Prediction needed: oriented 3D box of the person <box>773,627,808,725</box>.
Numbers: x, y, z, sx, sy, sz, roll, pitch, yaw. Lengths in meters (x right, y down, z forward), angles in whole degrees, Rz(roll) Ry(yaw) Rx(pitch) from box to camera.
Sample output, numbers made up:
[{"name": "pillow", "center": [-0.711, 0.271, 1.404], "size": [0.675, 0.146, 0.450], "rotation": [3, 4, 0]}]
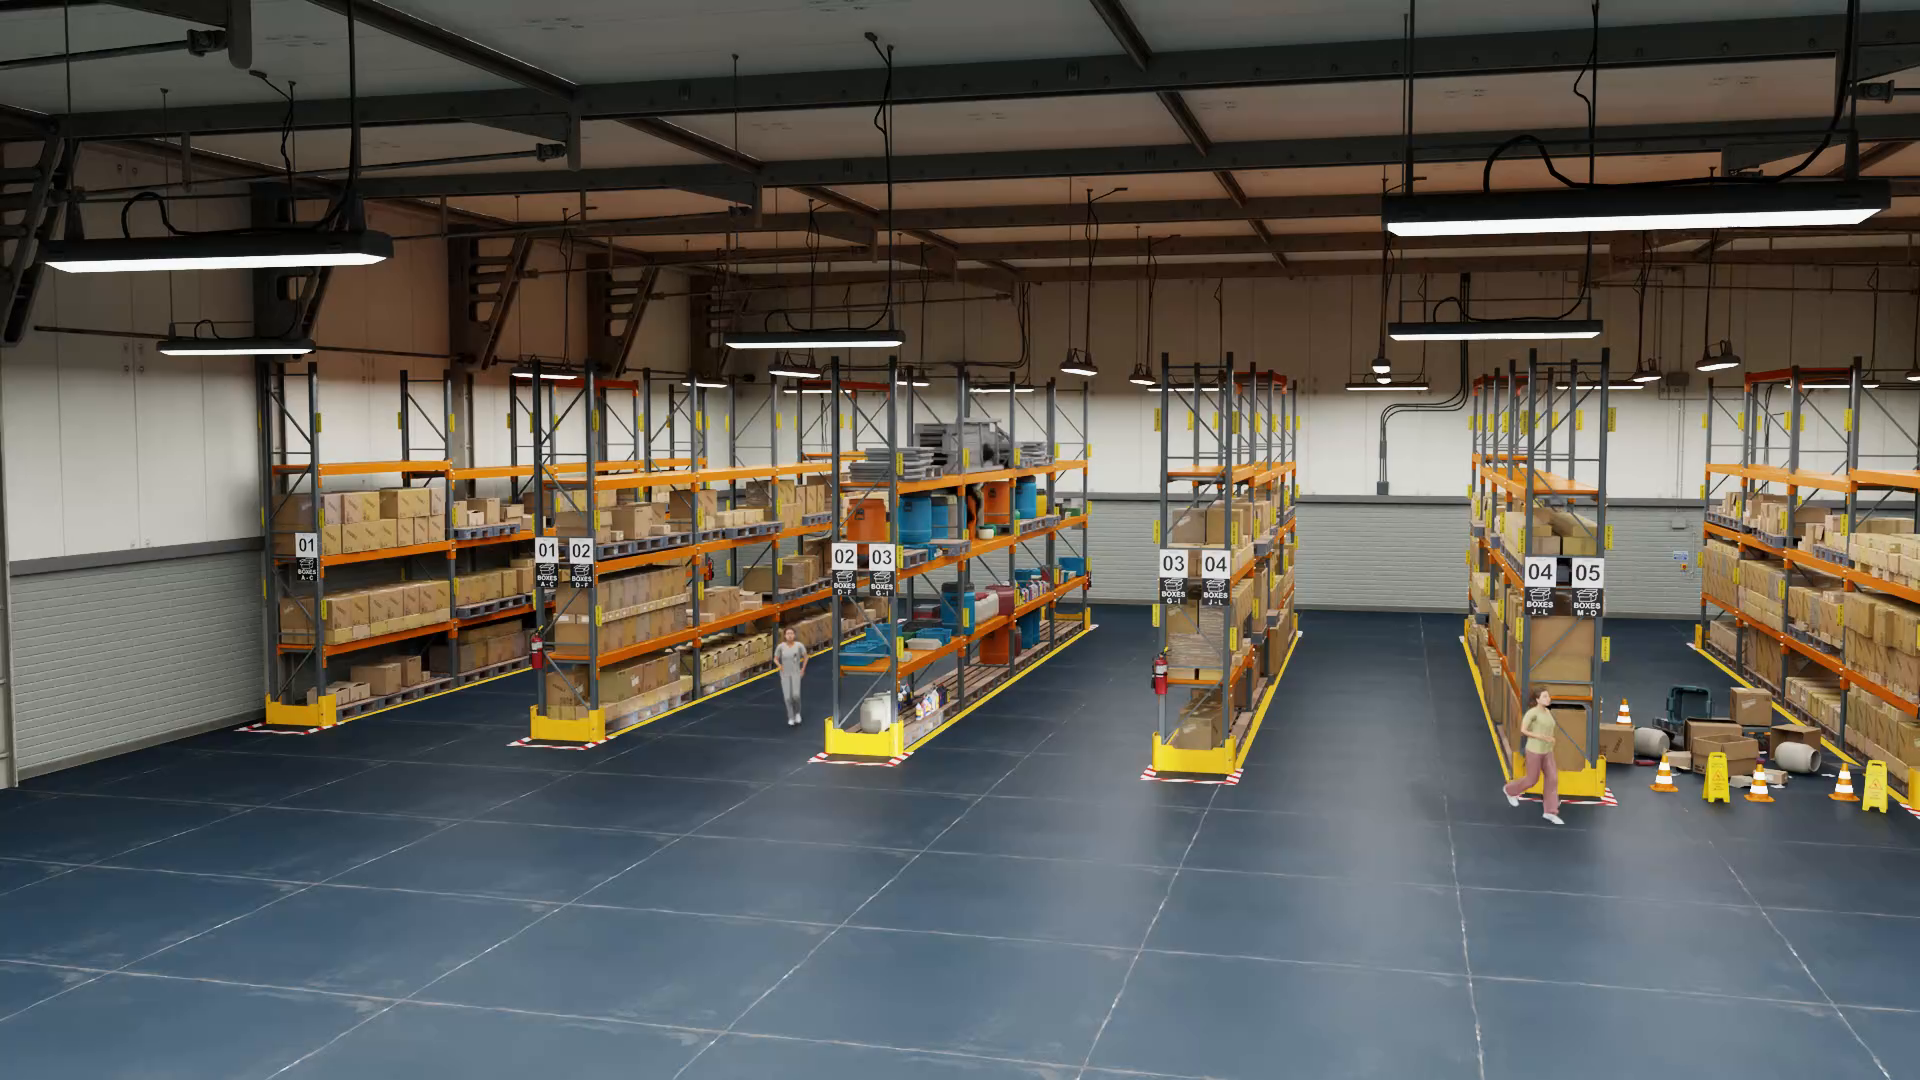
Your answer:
[{"name": "person", "center": [-2.799, 2.249, 27.447], "size": [0.562, 1.635, 0.572], "rotation": [0, 4, -1]}]

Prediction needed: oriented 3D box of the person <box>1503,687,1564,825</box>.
[{"name": "person", "center": [7.309, 2.704, 21.042], "size": [0.586, 1.662, 0.930], "rotation": [-2, 5, -30]}]

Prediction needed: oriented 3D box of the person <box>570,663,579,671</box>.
[{"name": "person", "center": [-7.268, 1.852, 31.947], "size": [0.639, 1.791, 0.935], "rotation": [0, 4, 6]}]
